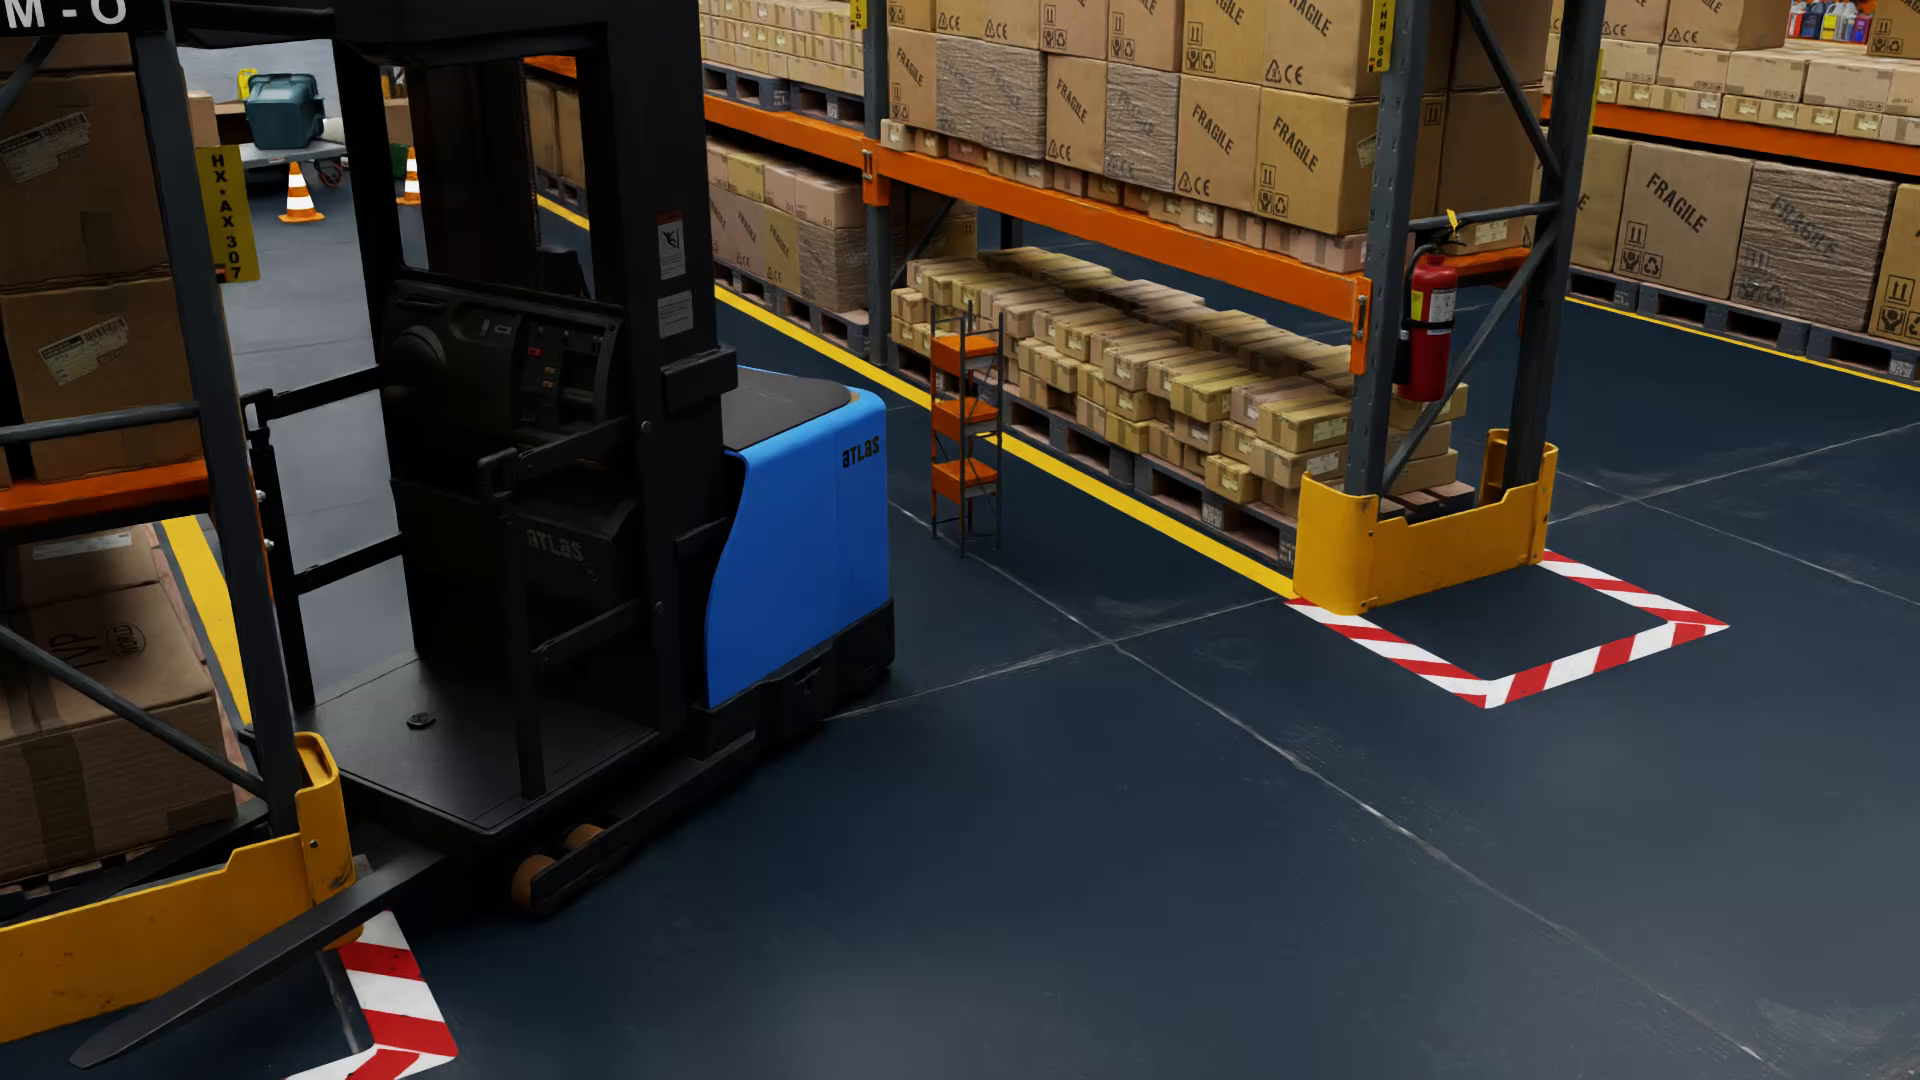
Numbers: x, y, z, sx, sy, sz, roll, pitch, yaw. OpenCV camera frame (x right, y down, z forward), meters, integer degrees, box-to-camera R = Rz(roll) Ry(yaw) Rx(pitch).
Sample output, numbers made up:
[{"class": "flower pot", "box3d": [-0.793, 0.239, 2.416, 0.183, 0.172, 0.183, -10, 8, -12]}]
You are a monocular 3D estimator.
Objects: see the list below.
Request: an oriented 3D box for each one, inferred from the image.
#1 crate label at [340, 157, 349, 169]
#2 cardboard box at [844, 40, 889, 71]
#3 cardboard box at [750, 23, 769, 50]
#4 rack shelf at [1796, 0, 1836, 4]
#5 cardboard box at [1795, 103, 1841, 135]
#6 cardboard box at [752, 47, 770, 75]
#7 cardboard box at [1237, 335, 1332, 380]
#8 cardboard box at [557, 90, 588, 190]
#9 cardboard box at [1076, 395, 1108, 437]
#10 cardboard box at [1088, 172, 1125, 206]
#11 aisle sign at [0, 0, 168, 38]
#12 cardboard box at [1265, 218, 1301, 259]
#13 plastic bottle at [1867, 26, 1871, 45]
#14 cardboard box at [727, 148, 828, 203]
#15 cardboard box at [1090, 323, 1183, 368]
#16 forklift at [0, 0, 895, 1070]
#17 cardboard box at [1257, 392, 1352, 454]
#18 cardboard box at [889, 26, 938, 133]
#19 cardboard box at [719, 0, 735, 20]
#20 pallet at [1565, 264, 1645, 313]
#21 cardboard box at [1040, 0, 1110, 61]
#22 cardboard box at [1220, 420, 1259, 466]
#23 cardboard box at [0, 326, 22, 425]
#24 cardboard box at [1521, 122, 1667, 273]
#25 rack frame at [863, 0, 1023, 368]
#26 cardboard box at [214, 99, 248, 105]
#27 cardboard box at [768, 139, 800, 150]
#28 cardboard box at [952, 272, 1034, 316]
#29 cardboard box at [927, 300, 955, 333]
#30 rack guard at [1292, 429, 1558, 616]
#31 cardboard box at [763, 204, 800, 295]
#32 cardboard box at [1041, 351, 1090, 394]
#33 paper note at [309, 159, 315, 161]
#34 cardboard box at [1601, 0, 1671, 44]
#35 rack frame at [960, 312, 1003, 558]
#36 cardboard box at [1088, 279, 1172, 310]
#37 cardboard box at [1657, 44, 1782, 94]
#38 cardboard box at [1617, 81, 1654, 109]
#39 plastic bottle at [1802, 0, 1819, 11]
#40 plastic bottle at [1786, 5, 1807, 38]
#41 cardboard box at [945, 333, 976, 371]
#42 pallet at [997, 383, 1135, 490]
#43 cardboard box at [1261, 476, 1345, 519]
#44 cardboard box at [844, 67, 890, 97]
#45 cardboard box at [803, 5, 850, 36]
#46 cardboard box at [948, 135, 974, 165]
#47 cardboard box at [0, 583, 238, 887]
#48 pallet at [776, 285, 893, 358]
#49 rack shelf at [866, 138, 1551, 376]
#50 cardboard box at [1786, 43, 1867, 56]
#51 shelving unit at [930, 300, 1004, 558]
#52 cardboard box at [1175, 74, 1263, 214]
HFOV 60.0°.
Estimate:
[{"class": "crate label", "box3d": [-5.884, -3.690, 16.207, 0.250, 0.136, 0.298, 8, 23, 18]}, {"class": "cardboard box", "box3d": [-0.451, -2.825, 9.658, 0.380, 0.149, 0.250, -12, 25, -27]}, {"class": "cardboard box", "box3d": [-1.128, -3.251, 10.706, 0.380, 0.149, 0.250, -12, 25, -28]}, {"class": "rack shelf", "box3d": [9.691, -6.952, 21.388, 1.077, 0.370, 4.000, -13, 25, -28]}, {"class": "cardboard box", "box3d": [5.160, -2.494, 9.797, 0.380, 0.149, 0.250, -13, 25, -28]}, {"class": "cardboard box", "box3d": [-1.120, -3.108, 10.749, 0.380, 0.149, 0.250, -11, 25, -26]}, {"class": "cardboard box", "box3d": [1.529, -0.844, 7.843, 0.380, 0.149, 0.250, -14, 26, -31]}, {"class": "cardboard box", "box3d": [-2.805, -3.462, 14.275, 1.050, 0.750, 0.750, -12, 25, -27]}, {"class": "cardboard box", "box3d": [0.794, -0.633, 8.114, 0.380, 0.149, 0.250, -12, 25, -27]}, {"class": "cardboard box", "box3d": [0.824, -1.674, 7.781, 0.380, 0.149, 0.250, -12, 25, -27]}, {"class": "aisle sign", "box3d": [-1.953, -1.475, 3.504, 0.394, 0.787, 0.004, -13, 25, -28]}, {"class": "cardboard box", "box3d": [1.461, -1.245, 6.726, 0.380, 0.149, 0.250, -13, 25, -28]}, {"class": "plastic bottle", "box3d": [7.933, -4.397, 14.410, 0.097, 0.201, 0.097, 0, 22, 0]}, {"class": "cardboard box", "box3d": [-1.209, -2.432, 11.076, 0.500, 0.250, 0.500, -14, 26, -31]}, {"class": "cardboard box", "box3d": [0.854, -0.926, 8.044, 0.380, 0.149, 0.250, -14, 26, -30]}, {"class": "forklift", "box3d": [-1.454, -0.500, 4.648, 1.130, 2.935, 3.031, 14, 26, 30]}, {"class": "cardboard box", "box3d": [1.477, -0.495, 6.984, 0.380, 0.149, 0.250, -12, 25, -28]}, {"class": "cardboard box", "box3d": [-0.042, -2.493, 8.934, 0.500, 0.500, 0.500, -13, 26, -29]}, {"class": "cardboard box", "box3d": [-1.379, -3.554, 11.058, 0.380, 0.149, 0.250, -12, 25, -27]}, {"class": "pallet", "box3d": [4.559, -1.886, 11.671, 1.003, 0.211, 1.213, -13, 25, -28]}, {"class": "cardboard box", "box3d": [0.712, -2.472, 7.553, 0.500, 0.500, 0.500, -14, 26, -30]}, {"class": "cardboard box", "box3d": [1.363, -0.445, 7.257, 0.380, 0.149, 0.250, -13, 26, -29]}, {"class": "cardboard box", "box3d": [-2.520, -0.653, 4.803, 0.500, 0.500, 0.500, -13, 25, -29]}, {"class": "cardboard box", "box3d": [4.506, -2.420, 11.546, 0.875, 0.875, 0.875, -13, 25, -28]}, {"class": "rack frame", "box3d": [-0.078, -2.518, 9.522, 1.000, 3.000, 0.127, -13, 25, -28]}, {"class": "cardboard box", "box3d": [-7.338, -4.179, 16.926, 0.637, 0.503, 0.797, 8, 23, 18]}, {"class": "cardboard box", "box3d": [-1.033, -2.697, 11.728, 0.500, 0.250, 0.500, -12, 25, -27]}, {"class": "cardboard box", "box3d": [0.181, -1.343, 9.070, 0.380, 0.149, 0.250, -13, 25, -29]}, {"class": "cardboard box", "box3d": [0.038, -1.286, 9.325, 0.380, 0.149, 0.250, -12, 25, -28]}, {"class": "rack guard", "box3d": [1.926, -0.090, 6.868, 1.175, 0.500, 0.348, -13, 25, -28]}, {"class": "cardboard box", "box3d": [-0.935, -1.912, 10.793, 0.500, 0.500, 0.500, -13, 26, -29]}, {"class": "cardboard box", "box3d": [0.628, -0.854, 8.262, 0.380, 0.149, 0.250, -12, 25, -28]}, {"class": "paper note", "box3d": [-6.432, -3.816, 16.670, 0.172, 0.023, 0.155, -4, 22, -10]}, {"class": "cardboard box", "box3d": [4.507, -3.490, 10.722, 0.500, 0.500, 0.500, -13, 25, -28]}, {"class": "rack frame", "box3d": [0.090, -0.430, 6.974, 0.200, 1.050, 0.008, -13, 25, -28]}, {"class": "cardboard box", "box3d": [0.908, -1.279, 8.913, 0.380, 0.149, 0.250, -14, 26, -31]}, {"class": "cardboard box", "box3d": [4.771, -2.976, 10.455, 0.500, 0.250, 0.500, -12, 25, -27]}, {"class": "cardboard box", "box3d": [4.508, -2.908, 10.816, 0.380, 0.149, 0.250, -13, 26, -30]}, {"class": "plastic bottle", "box3d": [7.995, -4.932, 15.627, 0.152, 0.276, 0.135, -13, 25, -28]}, {"class": "plastic bottle", "box3d": [7.572, -4.681, 15.010, 0.152, 0.276, 0.135, -13, 25, -28]}, {"class": "cardboard box", "box3d": [0.139, -1.055, 9.153, 0.380, 0.149, 0.250, -13, 25, -28]}, {"class": "pallet", "box3d": [0.922, -0.620, 8.556, 1.003, 0.211, 1.213, -13, 25, -28]}, {"class": "cardboard box", "box3d": [1.517, -0.227, 7.115, 0.380, 0.149, 0.250, -12, 25, -27]}, {"class": "cardboard box", "box3d": [-0.451, -2.686, 9.713, 0.380, 0.149, 0.250, -13, 26, -29]}, {"class": "cardboard box", "box3d": [-0.719, -3.135, 10.026, 0.380, 0.149, 0.250, -14, 26, -30]}, {"class": "cardboard box", "box3d": [0.162, -2.101, 8.831, 0.380, 0.149, 0.250, -14, 26, -31]}, {"class": "cardboard box", "box3d": [-2.662, 0.560, 4.795, 0.875, 0.438, 0.875, -14, 26, -30]}, {"class": "pallet", "box3d": [-0.477, -1.478, 10.667, 1.003, 0.211, 1.213, -13, 25, -28]}, {"class": "rack shelf", "box3d": [0.943, -1.537, 8.065, 1.077, 0.370, 4.000, -13, 25, -28]}, {"class": "cardboard box", "box3d": [5.472, -2.918, 10.311, 0.500, 0.250, 0.500, -13, 26, -29]}, {"class": "shelving unit", "box3d": [0.027, -0.469, 7.071, 0.215, 1.050, 0.252, -13, 25, -28]}, {"class": "cardboard box", "box3d": [1.256, -1.671, 6.910, 0.500, 0.500, 0.500, -13, 26, -29]}]
